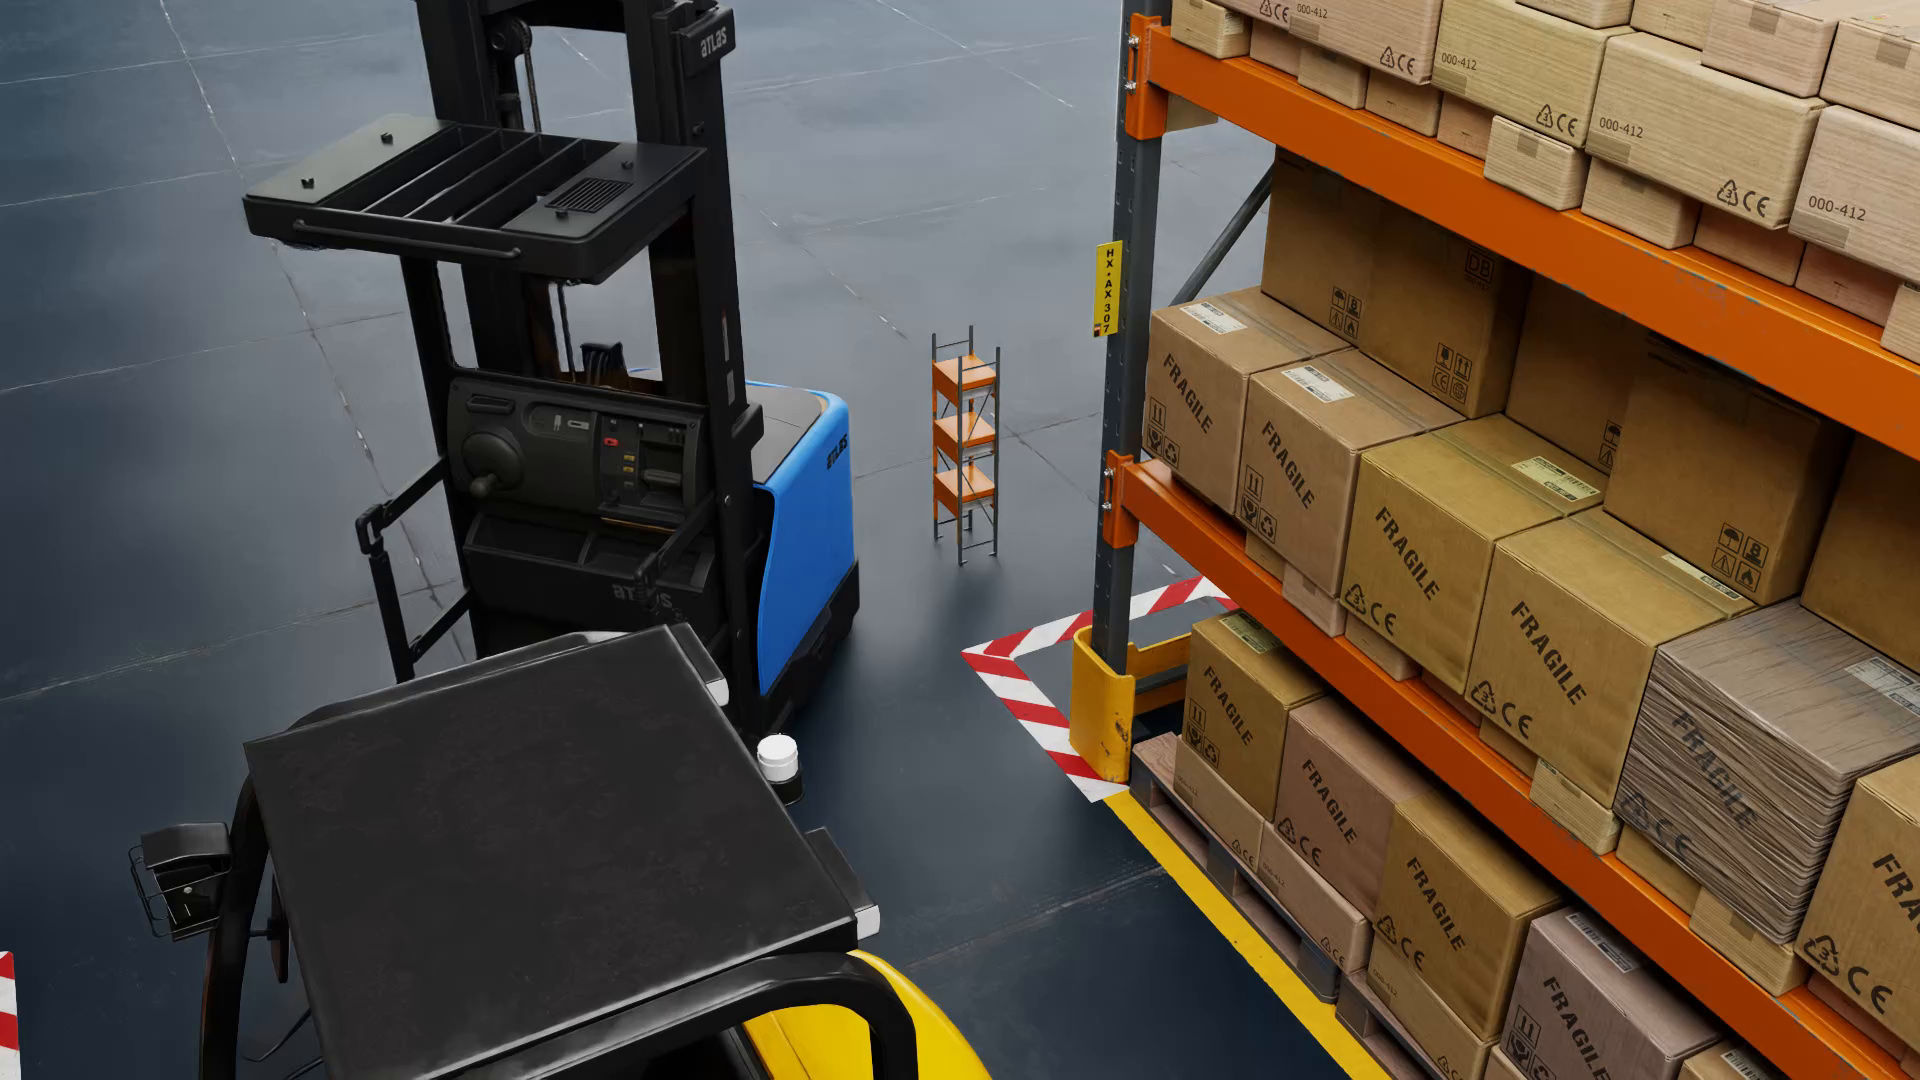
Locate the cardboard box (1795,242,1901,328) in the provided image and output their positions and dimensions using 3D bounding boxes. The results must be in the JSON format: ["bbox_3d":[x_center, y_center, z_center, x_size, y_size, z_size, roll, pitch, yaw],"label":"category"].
[{"bbox_3d":[1.901,-0.555,3.288,0.380,0.149,0.250,-15,36,-22],"label":"cardboard box"}]

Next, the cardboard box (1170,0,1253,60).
[{"bbox_3d":[0.834,-1.510,4.779,0.380,0.149,0.250,-16,36,-23],"label":"cardboard box"}]

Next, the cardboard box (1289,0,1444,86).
[{"bbox_3d":[1.192,-1.368,4.188,0.500,0.250,0.500,-16,36,-24],"label":"cardboard box"}]

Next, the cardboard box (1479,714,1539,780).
[{"bbox_3d":[1.625,0.483,4.448,0.380,0.149,0.250,-17,36,-24],"label":"cardboard box"}]

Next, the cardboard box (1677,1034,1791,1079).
[{"bbox_3d":[2.080,1.524,4.055,0.500,0.500,0.500,-15,36,-22],"label":"cardboard box"}]

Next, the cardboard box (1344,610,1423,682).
[{"bbox_3d":[1.352,0.239,4.830,0.380,0.149,0.250,-15,36,-22],"label":"cardboard box"}]

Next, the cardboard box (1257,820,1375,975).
[{"bbox_3d":[1.329,1.088,5.431,0.500,0.250,0.500,-15,35,-21],"label":"cardboard box"}]

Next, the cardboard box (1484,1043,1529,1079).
[{"bbox_3d":[1.828,1.587,4.652,0.500,0.250,0.500,-15,36,-22],"label":"cardboard box"}]

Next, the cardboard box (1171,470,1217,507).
[{"bbox_3d":[0.942,-0.273,5.628,0.380,0.149,0.250,-16,36,-23],"label":"cardboard box"}]

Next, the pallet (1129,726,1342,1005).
[{"bbox_3d":[1.350,1.014,5.971,1.003,0.211,1.213,-16,36,-23],"label":"pallet"}]

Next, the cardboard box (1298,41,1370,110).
[{"bbox_3d":[1.129,-1.272,4.408,0.380,0.149,0.250,-15,36,-22],"label":"cardboard box"}]

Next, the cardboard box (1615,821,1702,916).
[{"bbox_3d":[1.843,0.731,4.061,0.380,0.149,0.250,-17,36,-24],"label":"cardboard box"}]

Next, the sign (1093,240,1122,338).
[{"bbox_3d":[0.487,-0.821,5.448,0.100,0.325,0.005,-16,36,-23],"label":"sign"}]

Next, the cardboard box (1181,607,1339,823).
[{"bbox_3d":[1.110,0.538,5.594,0.500,0.500,0.500,-17,36,-25],"label":"cardboard box"}]

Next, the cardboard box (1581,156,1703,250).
[{"bbox_3d":[1.599,-0.779,3.637,0.380,0.149,0.250,-17,36,-24],"label":"cardboard box"}]

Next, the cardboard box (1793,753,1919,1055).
[{"bbox_3d":[2.158,0.755,3.422,0.500,0.500,0.500,-15,35,-22],"label":"cardboard box"}]

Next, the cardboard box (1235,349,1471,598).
[{"bbox_3d":[1.186,-0.218,4.941,0.500,0.500,0.500,-15,35,-22],"label":"cardboard box"}]

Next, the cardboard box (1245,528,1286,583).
[{"bbox_3d":[1.124,-0.009,5.216,0.380,0.149,0.250,-17,36,-25],"label":"cardboard box"}]

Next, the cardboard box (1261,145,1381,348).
[{"bbox_3d":[1.398,-0.992,5.223,0.700,0.500,0.500,-17,36,-24],"label":"cardboard box"}]

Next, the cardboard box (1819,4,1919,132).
[{"bbox_3d":[1.826,-0.876,3.049,0.380,0.149,0.250,-15,36,-23],"label":"cardboard box"}]

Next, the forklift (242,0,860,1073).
[{"bbox_3d":[-1.361,-0.235,5.400,1.130,2.935,3.031,10,34,15],"label":"forklift"}]

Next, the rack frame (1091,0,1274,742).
[{"bbox_3d":[0.967,-0.593,5.895,1.000,3.000,0.127,-16,36,-23],"label":"rack frame"}]

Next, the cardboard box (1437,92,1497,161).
[{"bbox_3d":[1.393,-1.035,4.037,0.380,0.149,0.250,-17,36,-25],"label":"cardboard box"}]

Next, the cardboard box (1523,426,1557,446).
[{"bbox_3d":[1.923,-0.091,4.743,0.500,0.500,0.500,-16,36,-23],"label":"cardboard box"}]

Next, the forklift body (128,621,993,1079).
[{"bbox_3d":[-0.925,1.461,3.476,2.313,2.155,1.214,-16,36,-23],"label":"forklift body"}]

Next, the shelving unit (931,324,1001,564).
[{"bbox_3d":[0.025,-0.417,7.427,0.215,1.050,0.252,-16,36,-23],"label":"shelving unit"}]

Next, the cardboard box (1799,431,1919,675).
[{"bbox_3d":[2.389,-0.033,3.725,0.700,0.500,0.500,-17,36,-24],"label":"cardboard box"}]

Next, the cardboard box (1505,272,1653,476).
[{"bbox_3d":[1.956,-0.531,4.504,0.700,0.500,0.500,-16,36,-24],"label":"cardboard box"}]

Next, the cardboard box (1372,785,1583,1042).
[{"bbox_3d":[1.584,1.028,4.829,0.500,0.500,0.500,-15,36,-22],"label":"cardboard box"}]

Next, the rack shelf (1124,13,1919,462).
[{"bbox_3d":[1.899,-0.599,3.790,1.077,0.370,4.000,-16,36,-23],"label":"rack shelf"}]

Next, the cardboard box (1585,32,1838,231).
[{"bbox_3d":[1.676,-0.879,3.423,0.500,0.250,0.500,-15,36,-22],"label":"cardboard box"}]

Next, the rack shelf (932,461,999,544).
[{"bbox_3d":[0.025,-0.174,7.583,0.215,0.259,0.240,-16,36,-23],"label":"rack shelf"}]

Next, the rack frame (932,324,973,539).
[{"bbox_3d":[-0.032,-0.475,7.518,0.200,1.050,0.008,-16,36,-23],"label":"rack frame"}]

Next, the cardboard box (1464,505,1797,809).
[{"bbox_3d":[1.669,0.265,4.187,0.500,0.500,0.500,-17,36,-24],"label":"cardboard box"}]

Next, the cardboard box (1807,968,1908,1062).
[{"bbox_3d":[2.133,0.961,3.702,0.380,0.149,0.250,-16,36,-24],"label":"cardboard box"}]

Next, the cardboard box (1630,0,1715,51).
[{"bbox_3d":[1.634,-1.131,3.448,0.380,0.149,0.250,-15,36,-22],"label":"cardboard box"}]
